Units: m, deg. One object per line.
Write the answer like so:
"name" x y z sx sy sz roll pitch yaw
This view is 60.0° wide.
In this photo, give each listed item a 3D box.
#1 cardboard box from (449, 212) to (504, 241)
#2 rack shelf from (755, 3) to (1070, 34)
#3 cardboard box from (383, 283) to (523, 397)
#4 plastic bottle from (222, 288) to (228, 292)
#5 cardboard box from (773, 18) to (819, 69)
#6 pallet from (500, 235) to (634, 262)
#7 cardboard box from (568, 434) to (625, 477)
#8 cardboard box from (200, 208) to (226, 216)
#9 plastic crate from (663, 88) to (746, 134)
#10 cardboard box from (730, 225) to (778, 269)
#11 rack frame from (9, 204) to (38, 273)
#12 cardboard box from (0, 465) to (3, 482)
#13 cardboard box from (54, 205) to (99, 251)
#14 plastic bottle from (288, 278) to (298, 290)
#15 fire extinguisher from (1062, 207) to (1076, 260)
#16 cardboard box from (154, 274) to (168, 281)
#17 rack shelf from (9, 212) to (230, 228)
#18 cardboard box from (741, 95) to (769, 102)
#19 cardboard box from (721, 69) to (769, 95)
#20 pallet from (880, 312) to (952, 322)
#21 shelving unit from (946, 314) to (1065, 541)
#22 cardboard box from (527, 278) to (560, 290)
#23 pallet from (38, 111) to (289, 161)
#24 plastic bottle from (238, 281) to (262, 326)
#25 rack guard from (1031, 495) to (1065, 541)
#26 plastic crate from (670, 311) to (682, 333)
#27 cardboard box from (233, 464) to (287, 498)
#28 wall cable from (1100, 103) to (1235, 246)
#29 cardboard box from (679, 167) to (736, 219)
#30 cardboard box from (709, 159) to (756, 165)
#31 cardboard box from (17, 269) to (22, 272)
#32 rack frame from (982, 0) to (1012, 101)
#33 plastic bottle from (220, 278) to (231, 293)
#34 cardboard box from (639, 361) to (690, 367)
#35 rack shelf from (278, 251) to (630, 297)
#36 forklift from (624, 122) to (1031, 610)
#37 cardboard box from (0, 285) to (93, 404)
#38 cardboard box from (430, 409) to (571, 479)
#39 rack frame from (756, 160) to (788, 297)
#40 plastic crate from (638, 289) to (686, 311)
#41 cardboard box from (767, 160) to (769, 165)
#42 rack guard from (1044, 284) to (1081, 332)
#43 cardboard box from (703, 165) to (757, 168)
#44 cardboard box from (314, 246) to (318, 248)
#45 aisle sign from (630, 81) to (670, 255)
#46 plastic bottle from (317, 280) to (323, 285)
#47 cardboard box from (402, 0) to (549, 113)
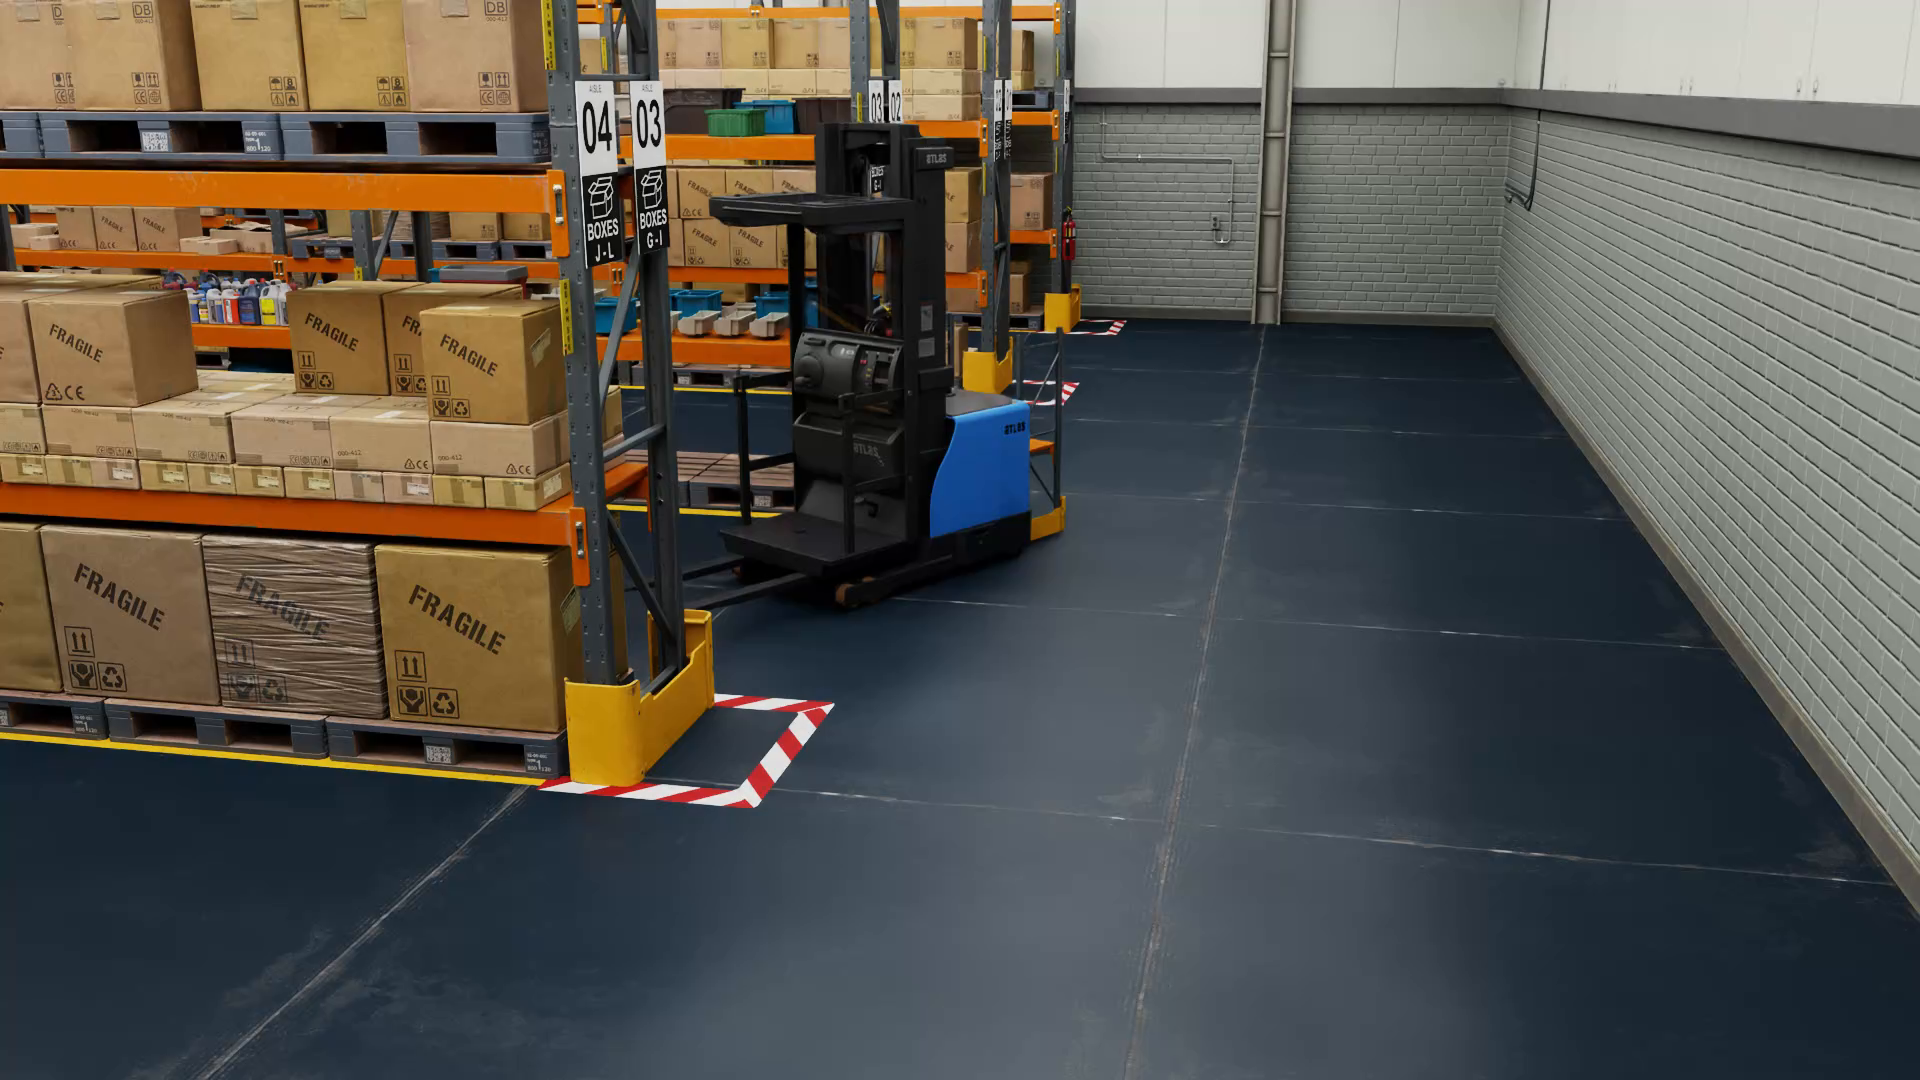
"cardboard box" -5.286 -3.578 18.316 0.500 0.500 0.700 -1 16 -3
"rack shelf" -0.599 -6.791 21.748 4.000 0.370 1.077 3 16 11
"cardboard box" -2.507 -1.001 8.305 0.500 0.500 0.500 3 16 10
"plastic bottle" -5.962 -1.916 13.529 0.097 0.271 0.097 0 15 0
"cardboard box" -1.586 -5.134 17.228 0.500 0.500 0.700 3 16 11
"pallet" -4.304 -3.228 18.387 1.213 0.211 1.003 3 16 11
"cardboard box" -1.883 -0.430 8.395 0.250 0.149 0.380 3 16 12
"cardboard box" -10.923 -4.855 24.142 0.500 0.250 0.500 3 16 11
"plastic crate" -2.056 -3.310 12.820 0.767 0.338 0.504 3 16 11
"cardboard box" -2.106 -3.146 17.543 0.500 0.500 0.500 3 16 11
"rack frame" -11.382 -3.675 19.641 0.127 3.000 1.000 3 16 11
"cardboard box" -4.781 -0.407 8.312 0.250 0.149 0.380 4 16 13
"cardboard box" -10.117 -3.650 19.364 0.500 0.500 0.500 4 16 15
"plastic bottle" -5.678 -2.076 14.087 0.133 0.283 0.061 3 16 11
"fire extinguisher" 1.416 -3.987 21.611 0.183 0.674 0.296 3 16 11
"cardboard box" -11.962 -3.900 24.968 0.250 0.149 0.380 2 16 7
"rack shelf" -12.359 -4.731 24.800 4.000 0.370 1.077 3 16 11
"cardboard box" -2.137 -4.478 17.200 0.500 0.250 0.500 3 16 11
"cardboard box" -2.138 -4.717 17.128 0.500 0.250 0.500 3 16 11
"pallet" -0.631 -3.077 22.704 1.213 0.211 1.003 3 16 11
"shelving unit" 0.181 -0.834 12.192 1.083 1.500 0.587 13 20 38
"cardboard box" -5.785 -3.851 23.517 0.750 0.750 0.750 3 16 10
"pallet" -3.529 -1.950 7.958 1.213 0.211 1.003 3 16 11
"plastic bottle" -5.681 -1.903 13.337 0.185 0.351 0.144 3 16 11
"rack guard" 0.562 -0.146 12.050 0.087 0.250 0.587 13 20 38
"plastic crate" -2.302 -1.678 12.811 0.250 0.136 0.298 3 16 11
"cardboard box" -3.271 -0.325 8.017 0.250 0.149 0.380 3 16 11
"wall cable" 2.804 -5.002 22.527 1.851 1.984 0.084 3 16 11
"cardboard box" -2.632 -3.654 17.503 0.500 0.500 0.500 3 16 9
"cardboard box" -3.068 -5.066 22.476 0.500 0.250 0.500 4 16 12
"cardboard box" -11.774 -3.021 20.237 0.500 0.500 0.500 3 16 11
"rack frame" 0.377 -5.928 16.536 0.127 3.000 1.000 3 16 11
"plastic bottle" -6.249 -2.096 14.183 0.097 0.271 0.097 0 15 0
"cardboard box" -3.175 -2.087 18.120 0.500 0.311 0.500 3 16 11
"rack shelf" -5.503 -3.009 18.585 4.000 0.370 1.077 3 16 11
"forklift" -0.872 -1.129 10.575 1.130 2.935 3.031 14 21 41
"cardboard box" -4.621 -0.970 8.195 0.500 0.500 0.500 3 16 11
"cardboard box" -2.129 -0.473 7.805 0.500 0.250 0.500 3 16 10
"rack frame" -2.559 -4.546 22.783 0.127 3.000 1.000 3 16 11
"plastic crate" -2.375 -1.875 13.342 0.300 0.233 0.416 3 16 11
"cardboard box" -2.958 -5.201 22.962 0.500 0.250 0.500 4 16 13
"rack guard" 1.384 -3.127 22.344 0.348 0.500 1.175 3 16 11
"cardboard box" -2.493 -3.794 18.009 0.500 0.500 0.500 3 16 10
"cardboard box" -9.242 -4.283 24.288 0.500 0.250 0.500 3 16 10
"aisle sign" -1.471 -1.773 7.904 0.004 0.787 0.394 3 16 11
"plastic bottle" -5.378 -2.049 14.012 0.097 0.271 0.097 0 15 0
"cardboard box" -2.121 -2.204 7.548 0.500 0.500 0.700 2 16 8
